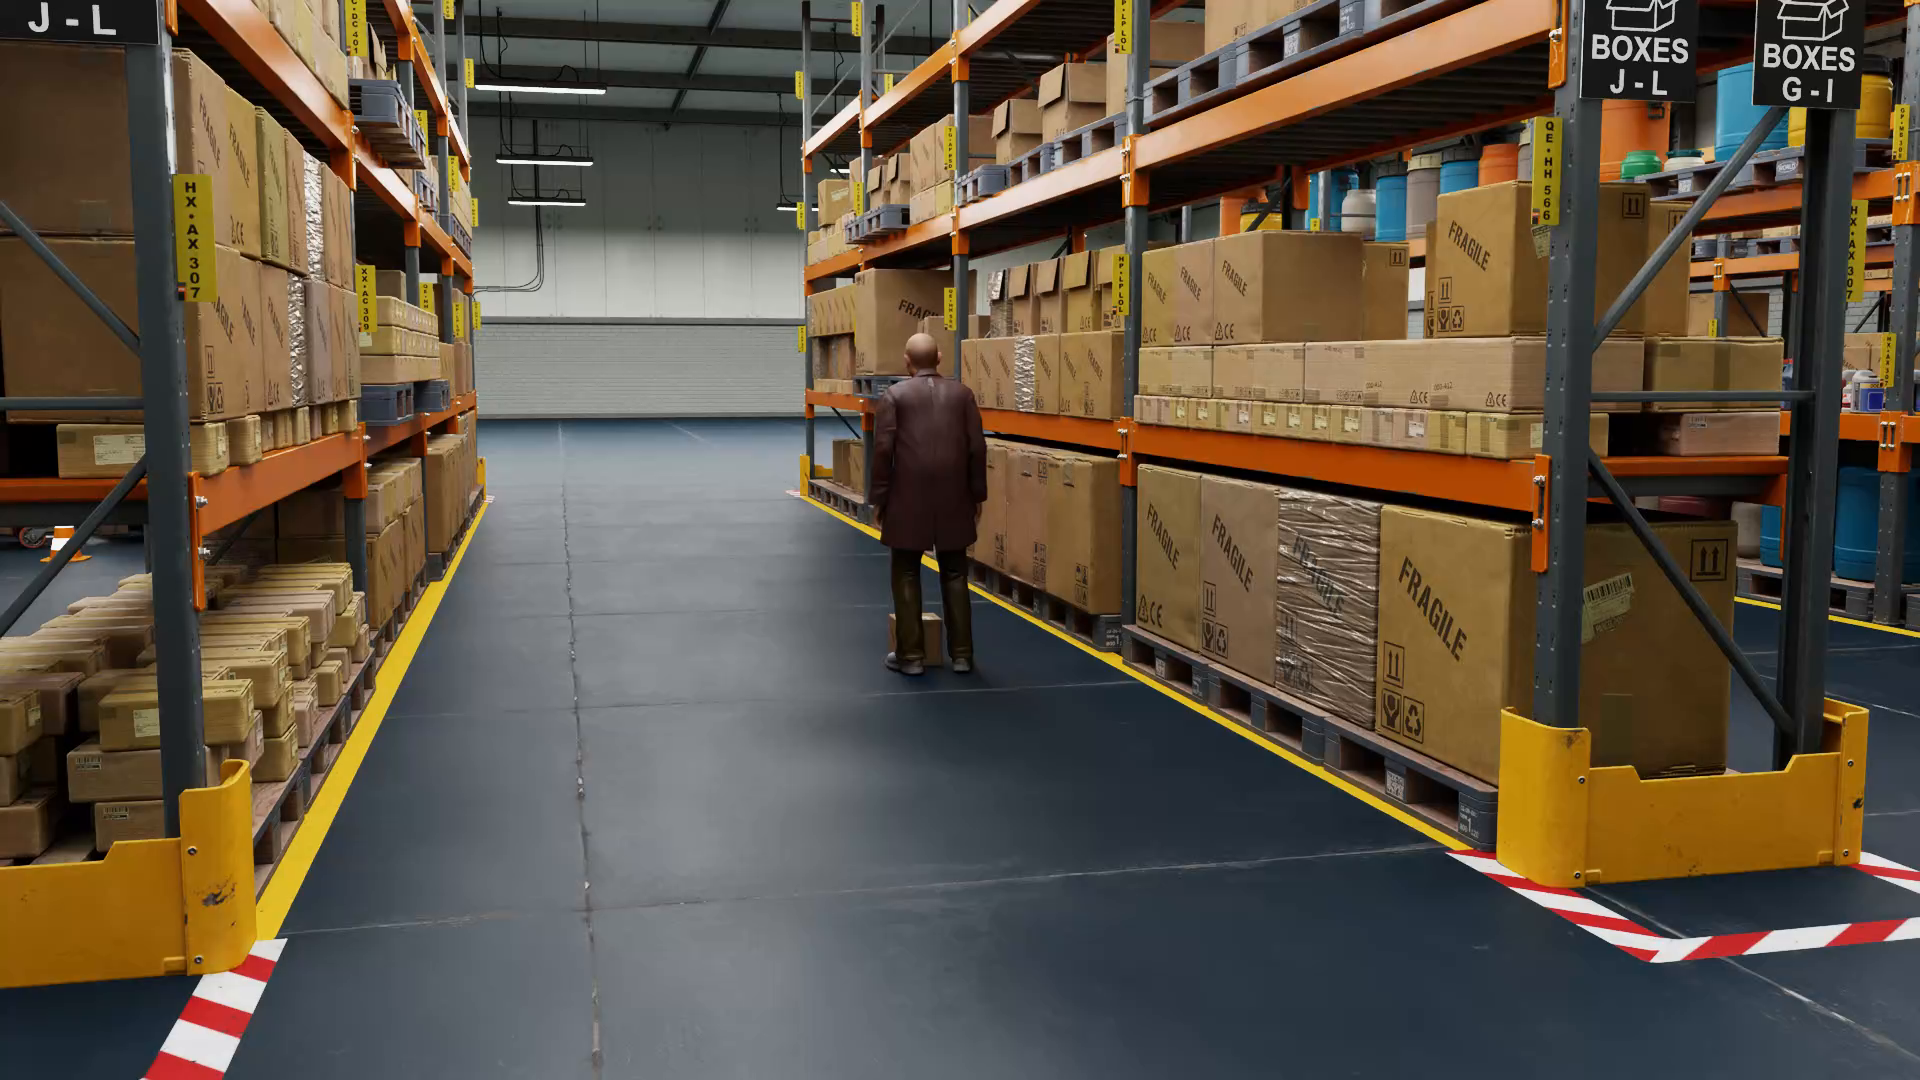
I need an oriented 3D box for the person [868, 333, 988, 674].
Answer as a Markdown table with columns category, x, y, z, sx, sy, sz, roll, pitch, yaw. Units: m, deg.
| category | x | y | z | sx | sy | sz | roll | pitch | yaw |
| --- | --- | --- | --- | --- | --- | --- | --- | --- | --- |
| person | -0.167 | -0.193 | 8.723 | 0.640 | 1.773 | 0.426 | -2 | 6 | -14 |
